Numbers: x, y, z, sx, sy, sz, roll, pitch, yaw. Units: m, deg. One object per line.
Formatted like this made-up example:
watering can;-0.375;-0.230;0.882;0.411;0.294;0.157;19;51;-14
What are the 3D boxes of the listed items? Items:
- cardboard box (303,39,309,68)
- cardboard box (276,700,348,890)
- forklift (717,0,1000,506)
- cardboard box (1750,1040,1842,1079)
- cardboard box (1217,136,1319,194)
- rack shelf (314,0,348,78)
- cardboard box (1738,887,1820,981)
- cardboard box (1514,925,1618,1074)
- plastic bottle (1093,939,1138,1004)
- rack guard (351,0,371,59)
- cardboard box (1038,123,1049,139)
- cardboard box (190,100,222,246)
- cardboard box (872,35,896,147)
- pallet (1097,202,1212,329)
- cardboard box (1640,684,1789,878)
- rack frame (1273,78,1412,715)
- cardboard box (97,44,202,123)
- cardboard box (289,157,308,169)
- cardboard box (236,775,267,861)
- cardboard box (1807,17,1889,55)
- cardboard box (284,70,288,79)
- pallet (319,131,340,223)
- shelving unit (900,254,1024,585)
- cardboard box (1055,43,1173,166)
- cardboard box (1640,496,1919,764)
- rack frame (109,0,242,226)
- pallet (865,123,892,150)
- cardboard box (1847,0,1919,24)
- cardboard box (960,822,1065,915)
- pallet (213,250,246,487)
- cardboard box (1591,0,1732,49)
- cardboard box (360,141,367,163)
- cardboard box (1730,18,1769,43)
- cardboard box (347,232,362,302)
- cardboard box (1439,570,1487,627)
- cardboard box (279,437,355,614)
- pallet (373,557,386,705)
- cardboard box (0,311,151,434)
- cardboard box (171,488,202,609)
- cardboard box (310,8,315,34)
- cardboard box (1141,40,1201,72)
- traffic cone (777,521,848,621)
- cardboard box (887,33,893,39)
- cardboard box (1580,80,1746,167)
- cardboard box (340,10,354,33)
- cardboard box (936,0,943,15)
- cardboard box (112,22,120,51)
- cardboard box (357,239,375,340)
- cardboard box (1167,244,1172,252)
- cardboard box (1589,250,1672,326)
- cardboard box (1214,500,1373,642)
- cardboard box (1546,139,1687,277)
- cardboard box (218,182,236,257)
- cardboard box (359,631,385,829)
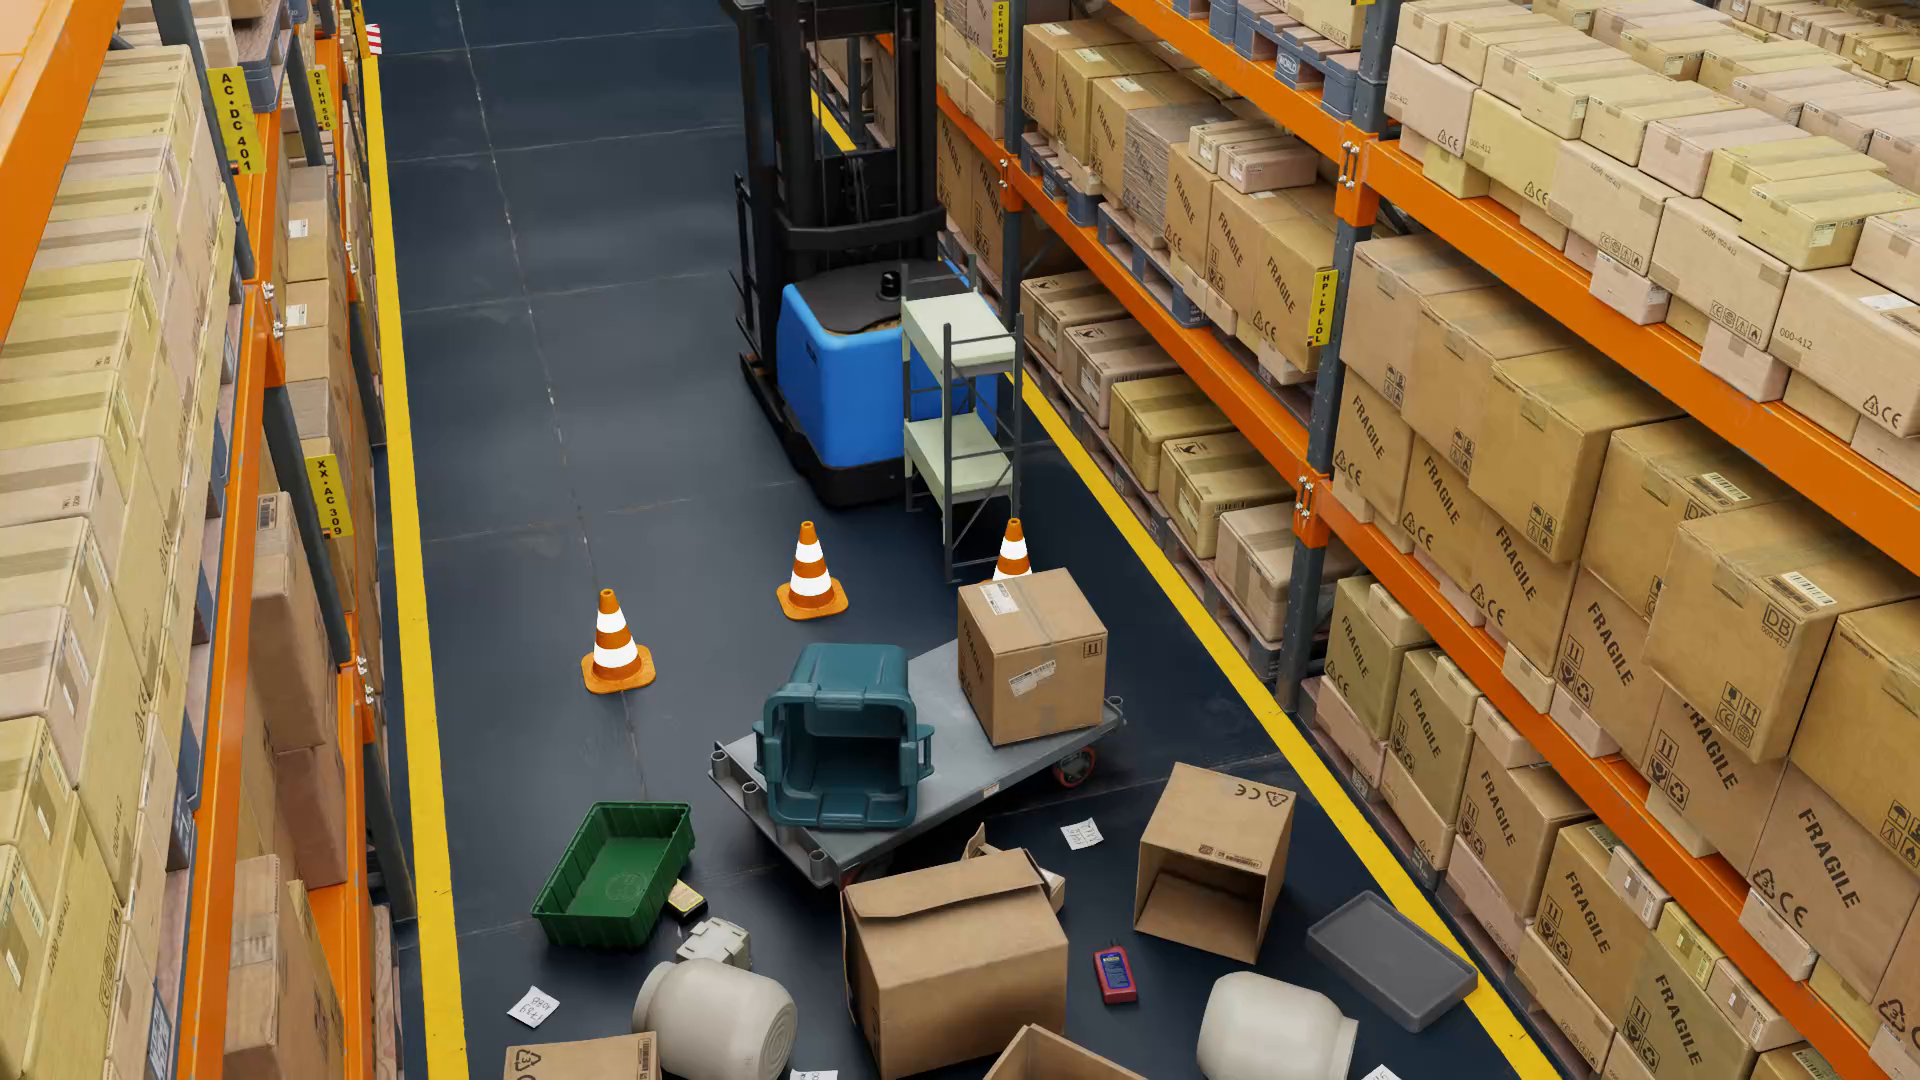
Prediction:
cardboard box;-4.351;-3.058;10.554;0.380;0.149;0.250;-9;34;-13
cardboard box;-2.381;0.755;5.070;0.875;0.550;0.550;-10;35;-15
forklift;-0.760;-2.218;9.767;1.130;2.935;3.031;-11;35;-17
cardboard box;2.716;1.838;5.000;0.500;0.500;0.500;-10;35;-14
cardboard box;1.410;-1.720;7.622;0.380;0.149;0.250;-11;35;-16
rack shelf;-5.745;-4.609;13.976;1.077;0.370;4.000;-10;35;-15
cardboard box;2.543;1.117;4.885;0.380;0.149;0.250;-9;35;-14
cardboard box;2.391;1.601;6.038;0.500;0.250;0.500;-11;35;-16
plastic bottle;0.596;1.674;6.480;0.133;0.061;0.283;-4;34;-6
rack guard;-6.332;-4.877;15.996;1.175;0.500;0.348;-10;35;-15
cardboard box;0.691;-2.513;9.999;0.380;0.149;0.250;-12;35;-17
cardboard box;-2.300;-0.974;4.496;0.500;0.250;0.500;-10;35;-15
cardboard box;-0.186;-3.721;13.527;0.875;0.875;0.875;-9;34;-13
pallet;1.412;-1.532;8.841;1.003;0.211;1.213;-10;35;-15
cardboard box;2.483;0.624;5.043;0.500;0.500;0.500;-10;35;-15
rack frame;1.989;-0.544;7.173;1.000;3.000;0.127;-10;35;-15
cardboard box;-2.279;-1.217;4.502;0.380;0.149;0.250;-10;35;-15
cardboard box;-3.859;-2.098;9.371;0.380;0.149;0.250;-10;35;-15
cardboard box;-2.133;0.880;3.901;0.875;0.550;0.500;-10;35;-15
cardboard box;5.589;-3.171;10.468;0.380;0.149;0.250;-10;35;-14
cardboard box;-4.026;-2.623;9.626;0.380;0.149;0.250;-10;35;-15
pallet;-4.233;-2.035;9.603;1.213;0.211;1.003;-10;35;-15
shelving unit;0.002;-0.622;8.651;0.431;1.500;0.755;-10;35;-15
cardboard box;0.851;-2.438;9.297;0.500;0.500;0.500;-8;34;-12
cardboard box;2.444;0.224;4.743;0.700;0.500;0.500;-10;35;-15
rack frame;-2.694;-2.162;4.179;1.000;3.000;0.127;-10;35;-15
pallet;-0.144;-3.189;13.704;1.003;0.211;1.213;-10;35;-15
cardboard box;5.994;-3.392;10.803;0.380;0.149;0.250;-10;35;-15
cardboard box;0.193;1.385;6.733;0.396;0.266;0.258;19;38;26
pallet;-2.455;-0.442;4.377;1.003;0.211;1.213;-10;35;-15
cardboard box;2.446;-1.770;5.812;0.380;0.149;0.250;-11;35;-16
cardboard box;-4.940;-3.090;13.230;0.380;0.149;0.250;-12;35;-17
cardboard box;5.374;-3.349;11.099;0.500;0.250;0.500;-10;35;-15
cardboard box;-3.894;-1.607;9.987;0.500;0.250;0.500;-12;35;-17
cardboard box;2.058;0.174;6.314;0.380;0.149;0.250;-9;35;-13
cardboard box;-2.599;-0.022;6.291;0.500;0.500;0.500;-10;35;-14
pallet;-3.377;0.470;8.166;1.003;0.211;1.213;-10;35;-15
cardboard box;-1.738;-0.286;3.093;0.380;0.149;0.250;-10;35;-14
cardboard box;-1.737;0.047;3.312;0.380;0.149;0.250;-10;35;-14
cardboard box;-4.745;-3.618;11.671;0.380;0.149;0.250;-10;35;-14
cardboard box;1.340;-2.524;9.427;0.500;0.500;0.500;-11;35;-15
traffic cone;-0.763;0.114;8.477;0.336;0.463;0.334;-10;35;-15
cardboard box;-0.268;-3.864;12.332;0.500;0.250;0.500;-10;35;-15
cardboard box;2.132;-1.268;5.051;0.380;0.149;0.250;-11;35;-16
cardboard box;-5.730;-4.702;15.129;0.380;0.149;0.250;-11;35;-16
cardboard box;0.052;-3.861;11.194;0.500;0.500;0.500;-10;35;-15
cardboard box;-3.439;-1.974;6.224;0.500;0.311;0.500;-11;35;-16
cardboard box;-4.044;-1.569;10.610;0.500;0.500;0.500;-10;35;-14
cardboard box;1.289;-1.532;8.514;0.380;0.149;0.250;-11;35;-16
cardboard box;2.160;-0.795;5.058;0.380;0.149;0.250;-11;35;-16
cardboard box;1.827;0.102;8.197;0.950;0.372;0.625;-10;35;-14
cardboard box;2.169;-1.046;5.077;0.500;0.250;0.500;-10;35;-14
cardboard box;-2.279;-0.885;4.723;0.380;0.149;0.250;-10;35;-15
cardboard box;-2.969;0.794;6.807;1.050;0.750;0.750;-10;35;-15
